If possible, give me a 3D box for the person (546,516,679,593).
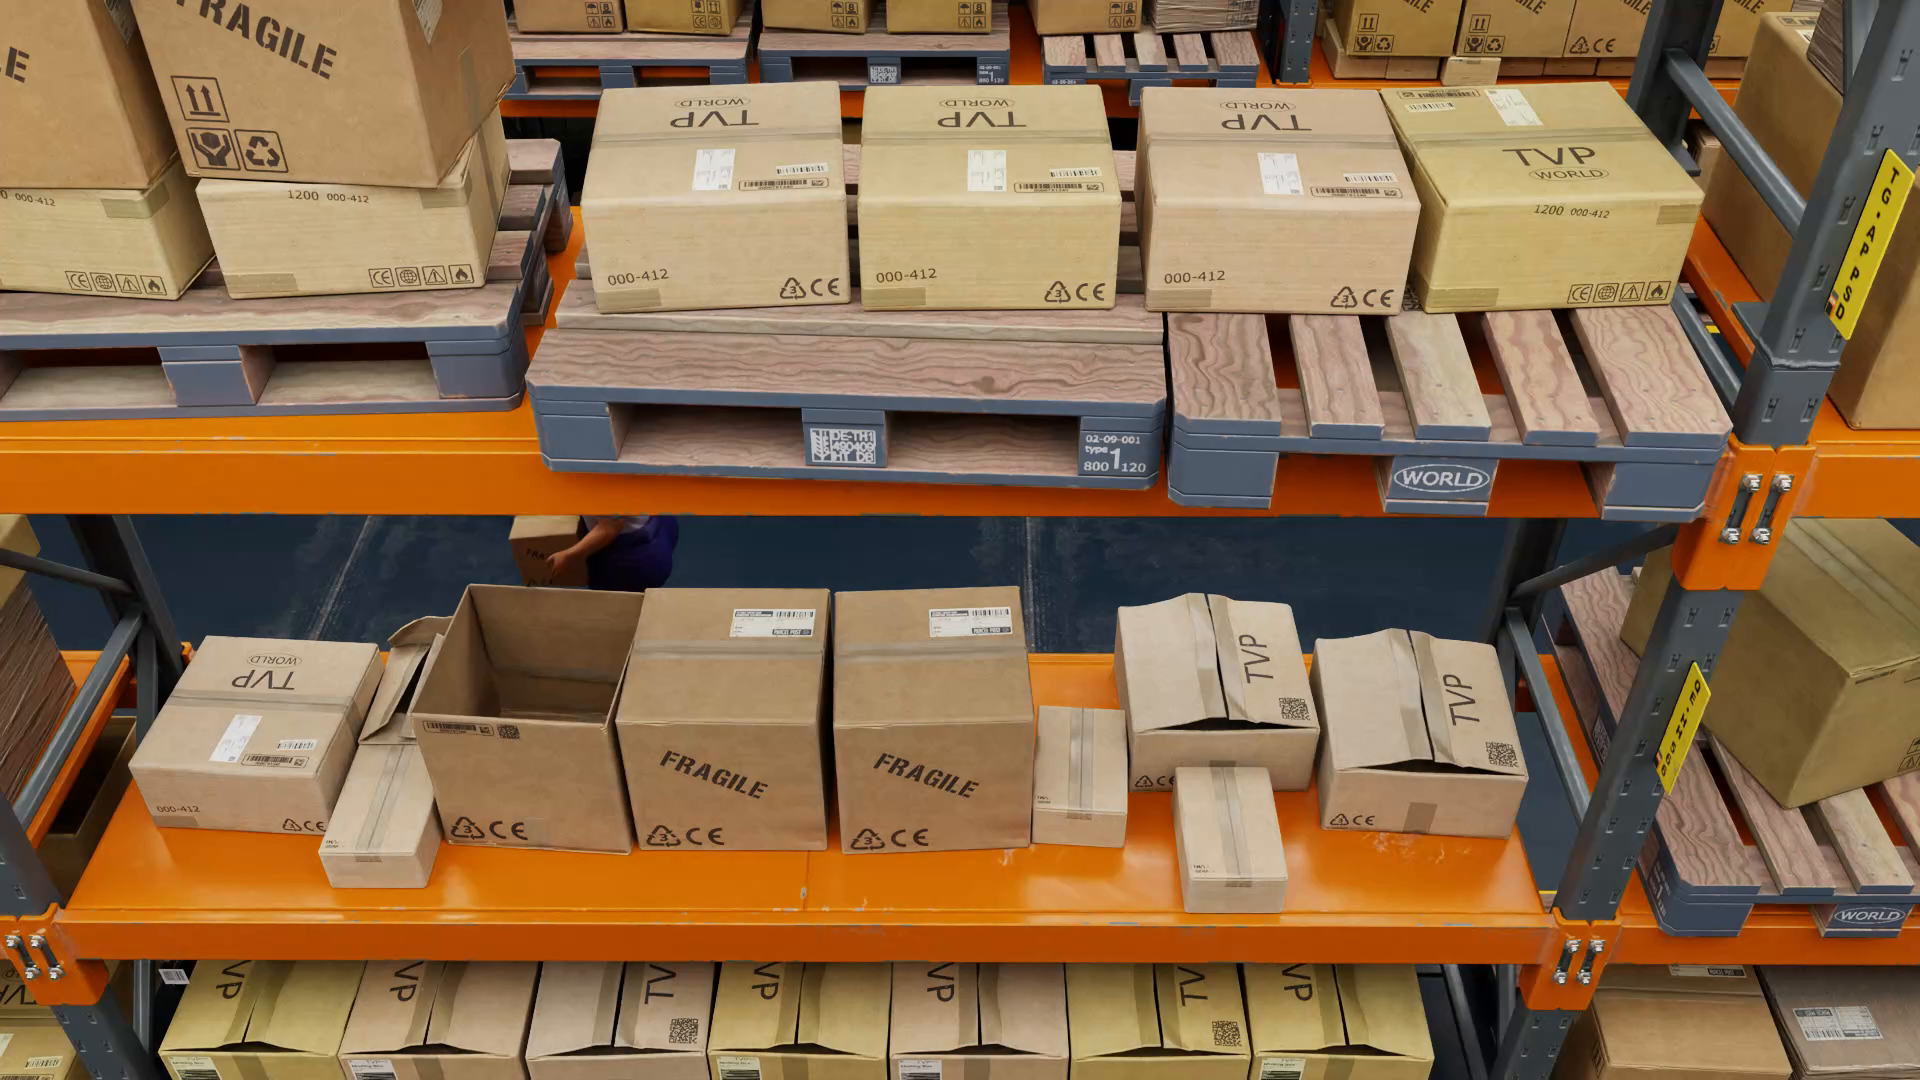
[{"bbox_3d":[-1.276,0.024,6.141,0.450,1.642,0.498,0,40,-1],"label":"person"}]
